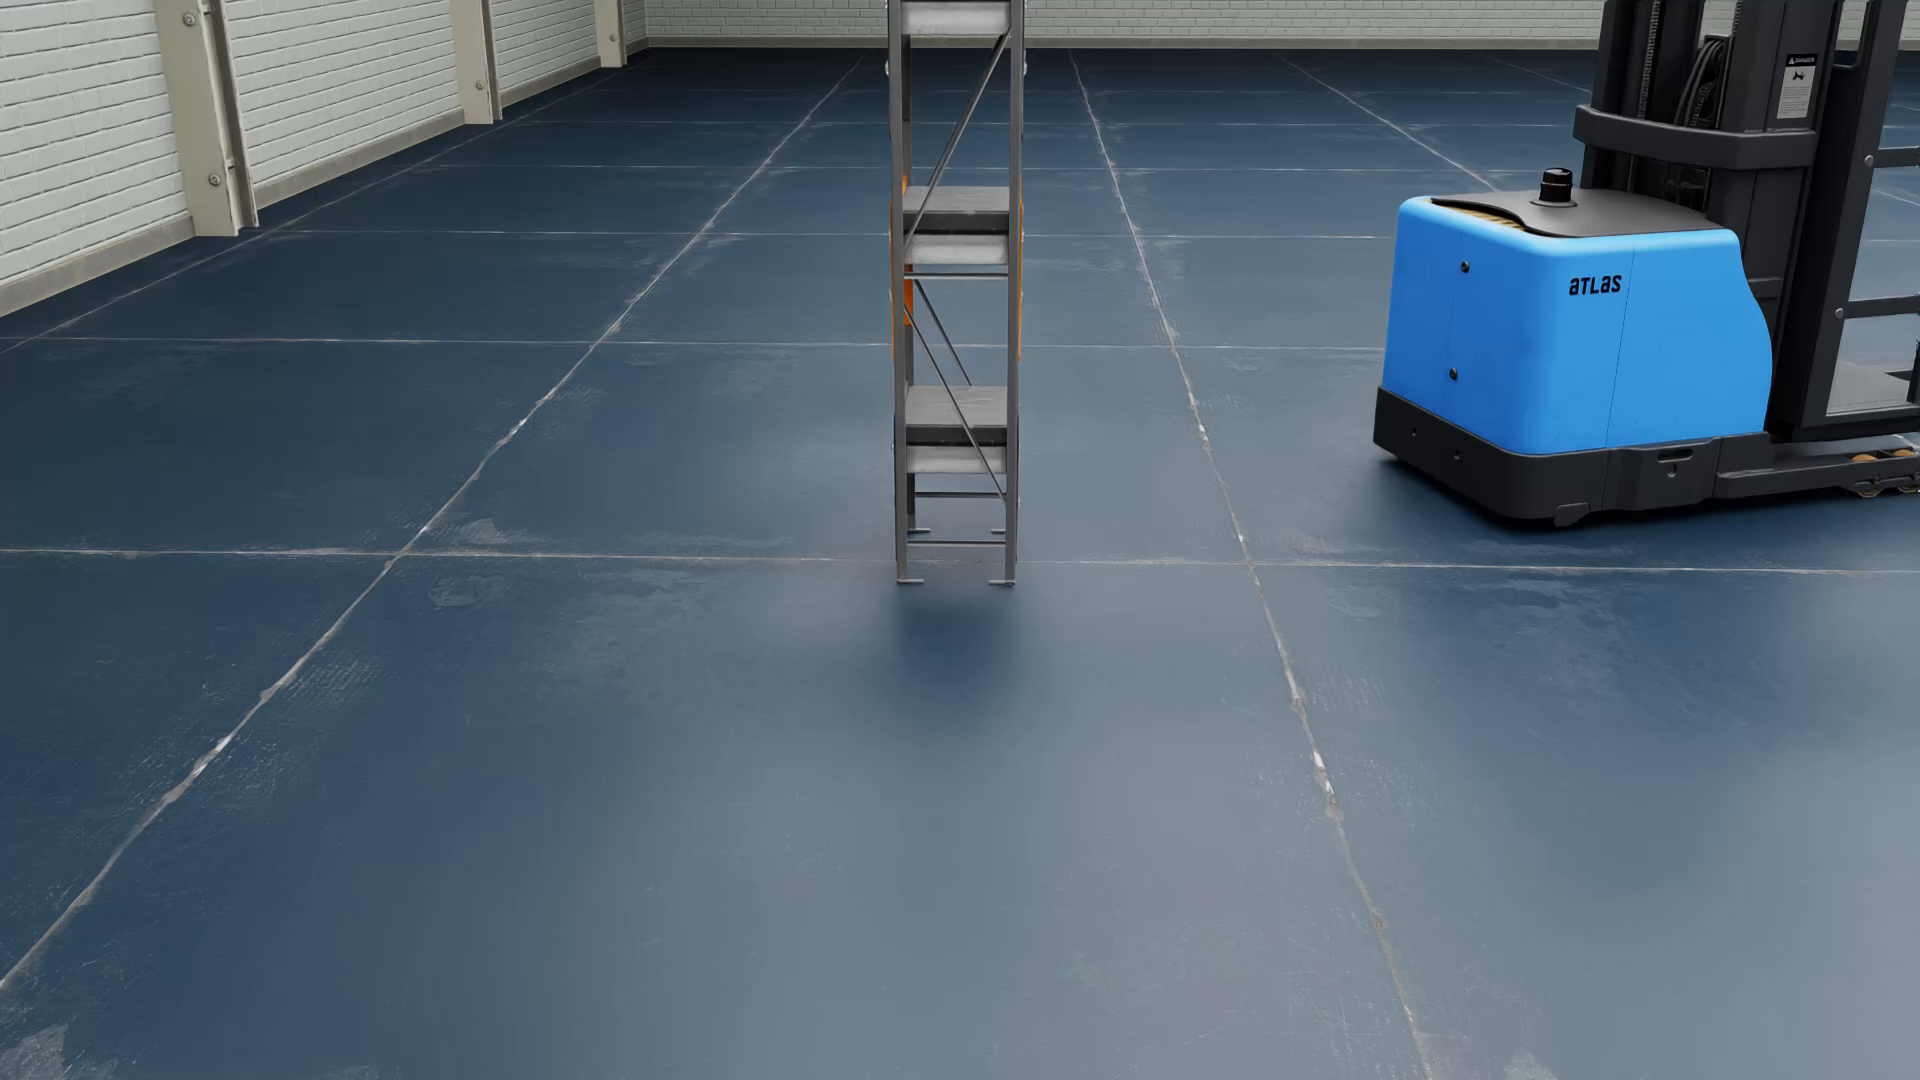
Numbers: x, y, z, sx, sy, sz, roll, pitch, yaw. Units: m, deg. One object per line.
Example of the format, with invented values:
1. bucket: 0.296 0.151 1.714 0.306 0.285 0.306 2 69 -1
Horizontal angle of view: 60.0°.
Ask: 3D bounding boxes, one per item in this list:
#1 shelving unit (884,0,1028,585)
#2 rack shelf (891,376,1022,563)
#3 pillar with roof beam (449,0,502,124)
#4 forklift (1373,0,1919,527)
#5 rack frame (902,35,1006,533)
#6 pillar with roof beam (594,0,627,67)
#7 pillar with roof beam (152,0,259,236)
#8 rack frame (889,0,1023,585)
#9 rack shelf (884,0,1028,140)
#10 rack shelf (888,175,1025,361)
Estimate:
1. shelving unit: -0.005 -0.919 5.495 0.431 2.100 0.503 1 21 2
2. rack shelf: -0.005 -0.254 5.753 0.431 0.518 0.480 1 21 2
3. pillar with roof beam: -0.630 -8.472 15.423 9.100 9.000 0.400 1 21 2
4. forklift: 3.283 -1.705 6.372 3.031 2.935 1.130 -6 22 -16
5. rack frame: 0.002 -1.007 5.722 0.400 2.100 0.015 1 21 2
6. pillar with roof beam: -0.447 -10.641 21.014 9.100 9.000 0.400 1 21 2
7. pillar with roof beam: -0.812 -6.302 9.832 9.100 9.000 0.400 1 21 2
8. rack frame: -0.012 -0.831 5.267 0.400 2.100 0.015 1 21 2
9. rack shelf: -0.005 -1.559 5.247 0.431 0.518 0.480 1 21 2
10. rack shelf: -0.005 -0.906 5.500 0.431 0.518 0.480 1 21 2
